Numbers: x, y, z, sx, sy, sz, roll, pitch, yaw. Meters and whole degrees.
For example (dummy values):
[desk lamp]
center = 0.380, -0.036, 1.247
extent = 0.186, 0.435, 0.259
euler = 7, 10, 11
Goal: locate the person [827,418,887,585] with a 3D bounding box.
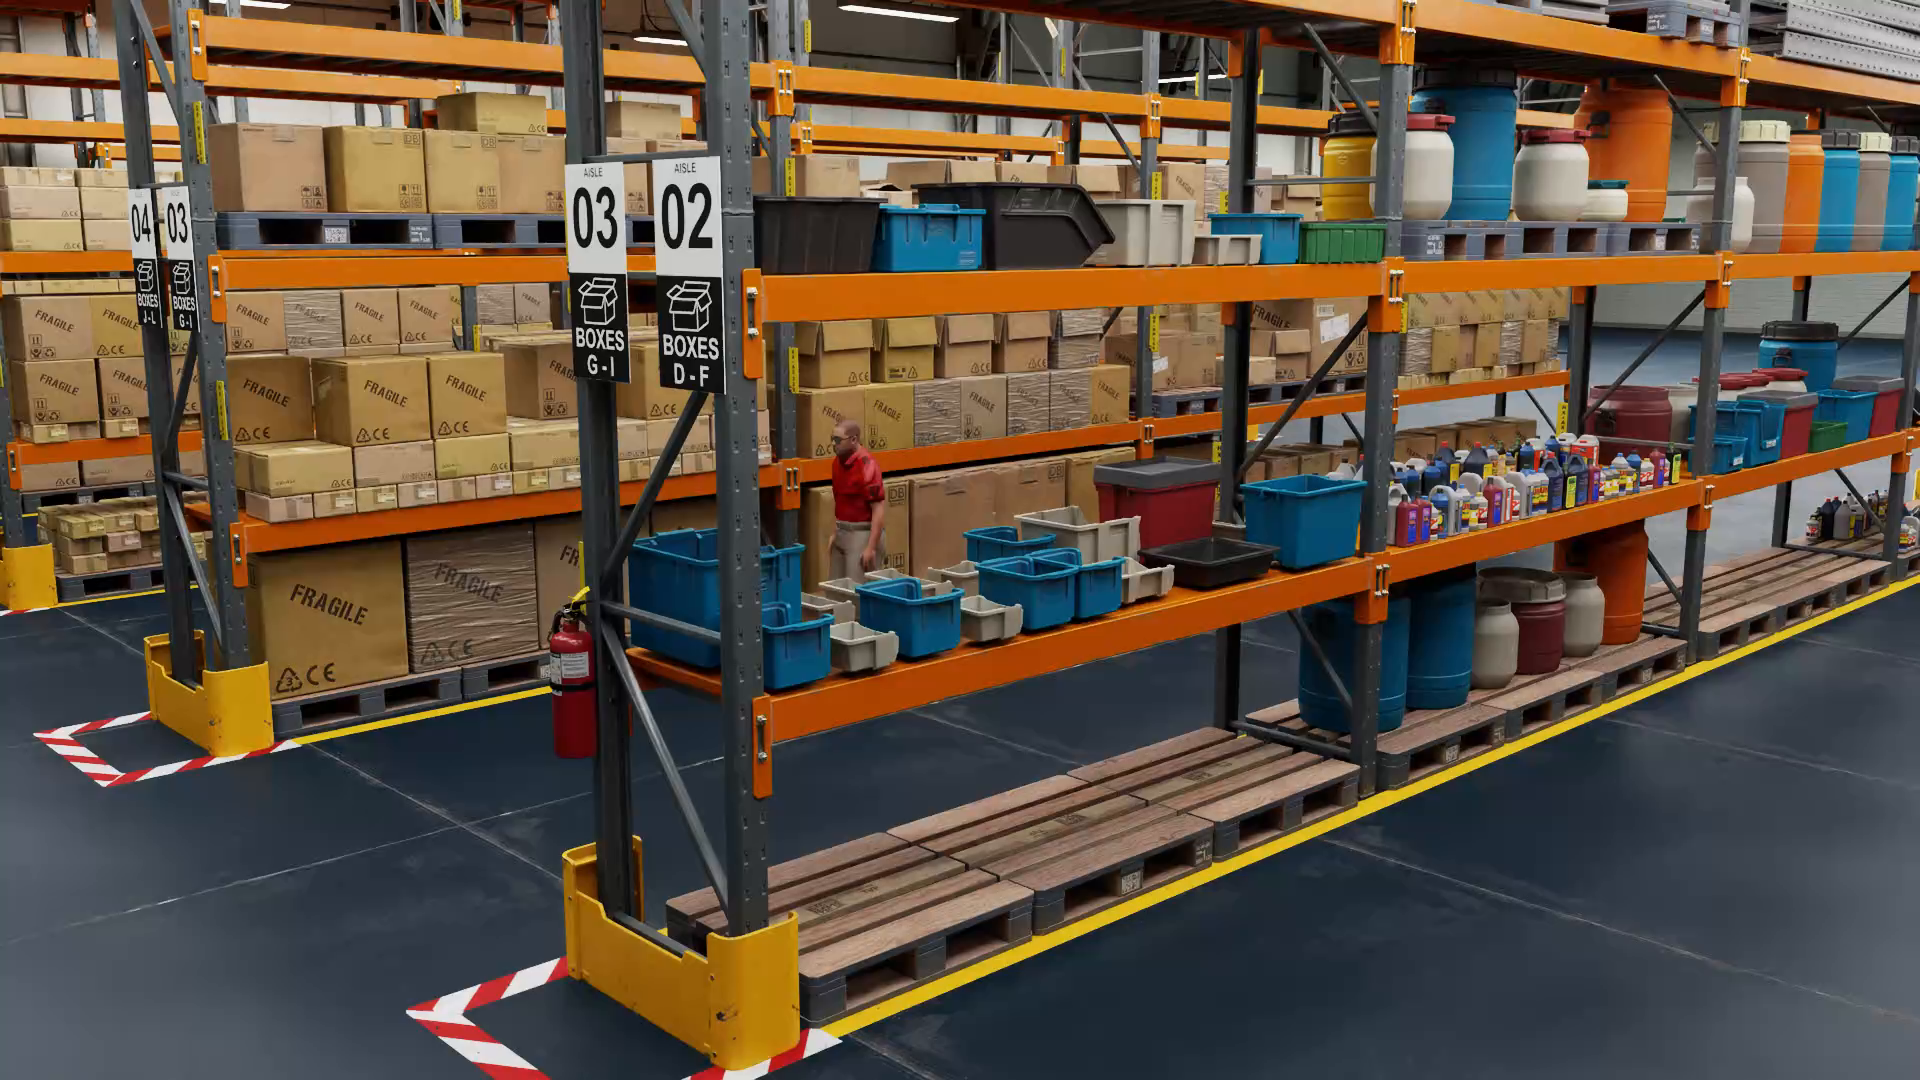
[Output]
[person]
center = -0.725, 0.027, 11.311
extent = 0.399, 1.726, 0.601
euler = -6, 12, -31
